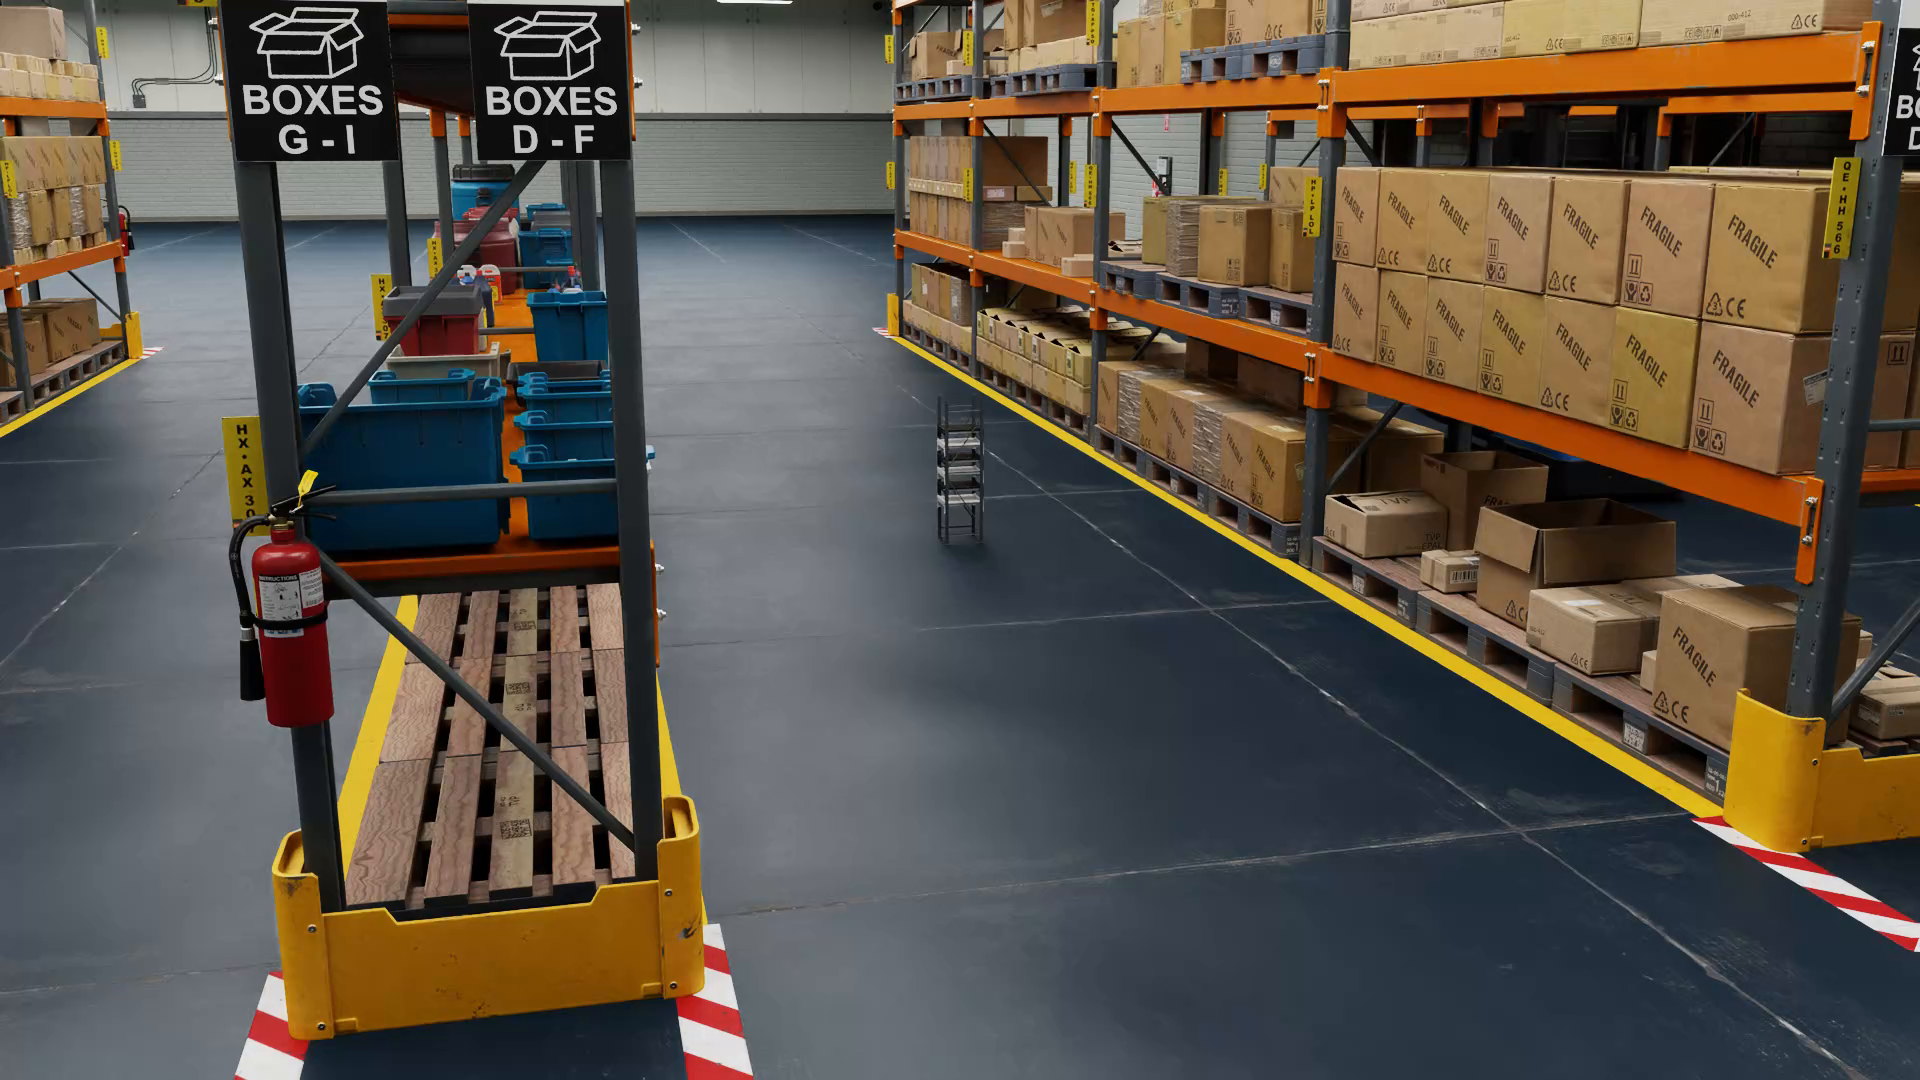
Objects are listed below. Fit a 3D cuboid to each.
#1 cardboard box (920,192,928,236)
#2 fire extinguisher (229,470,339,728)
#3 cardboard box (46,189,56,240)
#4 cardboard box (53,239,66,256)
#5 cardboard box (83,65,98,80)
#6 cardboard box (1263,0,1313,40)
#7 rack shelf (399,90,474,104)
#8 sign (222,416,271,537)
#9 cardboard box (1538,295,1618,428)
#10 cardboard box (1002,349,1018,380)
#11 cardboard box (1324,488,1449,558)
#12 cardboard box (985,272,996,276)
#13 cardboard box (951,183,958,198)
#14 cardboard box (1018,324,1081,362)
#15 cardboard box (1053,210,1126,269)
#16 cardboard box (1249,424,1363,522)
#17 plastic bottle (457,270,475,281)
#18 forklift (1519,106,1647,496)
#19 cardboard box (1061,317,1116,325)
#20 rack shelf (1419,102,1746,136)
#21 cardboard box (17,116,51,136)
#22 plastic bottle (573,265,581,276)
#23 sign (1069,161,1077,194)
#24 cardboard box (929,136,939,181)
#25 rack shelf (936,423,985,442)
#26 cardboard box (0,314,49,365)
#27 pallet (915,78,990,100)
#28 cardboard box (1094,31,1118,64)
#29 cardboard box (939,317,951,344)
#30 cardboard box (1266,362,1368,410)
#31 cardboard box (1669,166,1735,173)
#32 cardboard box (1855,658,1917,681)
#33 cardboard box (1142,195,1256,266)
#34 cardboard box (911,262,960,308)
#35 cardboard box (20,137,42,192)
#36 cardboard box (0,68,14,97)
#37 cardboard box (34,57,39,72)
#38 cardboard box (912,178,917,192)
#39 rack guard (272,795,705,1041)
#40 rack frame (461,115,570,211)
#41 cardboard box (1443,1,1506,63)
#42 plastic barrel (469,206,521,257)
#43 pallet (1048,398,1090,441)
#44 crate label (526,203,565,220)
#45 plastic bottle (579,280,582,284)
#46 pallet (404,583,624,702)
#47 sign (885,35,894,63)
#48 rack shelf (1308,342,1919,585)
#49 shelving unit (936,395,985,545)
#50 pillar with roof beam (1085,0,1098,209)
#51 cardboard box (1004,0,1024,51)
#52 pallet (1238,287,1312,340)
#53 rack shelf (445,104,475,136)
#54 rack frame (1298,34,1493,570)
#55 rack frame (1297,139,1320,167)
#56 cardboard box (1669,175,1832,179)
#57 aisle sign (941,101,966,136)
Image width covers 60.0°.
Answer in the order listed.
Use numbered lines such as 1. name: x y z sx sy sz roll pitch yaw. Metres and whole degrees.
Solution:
1. cardboard box: -0.094 -3.910 19.899 0.700 0.500 0.500 -3 14 -12
2. fire extinguisher: -1.783 0.155 4.422 0.296 0.674 0.183 -3 14 -13
3. cardboard box: -9.354 -3.144 16.137 0.875 0.500 0.500 -3 14 -13
4. cardboard box: -9.133 -2.906 16.531 0.380 0.149 0.250 -3 14 -13
5. cardboard box: -9.580 -5.071 18.017 0.380 0.149 0.250 -3 14 -13
6. cardboard box: 2.274 -3.354 10.207 0.600 0.600 0.600 -3 14 -14
7. rack shelf: -2.786 -2.686 9.993 0.831 0.071 3.687 -3 14 -13
8. sign: -1.908 -0.169 4.455 0.100 0.325 0.005 -3 14 -13
9. cardboard box: 2.832 -0.771 7.052 0.500 0.500 0.500 -3 14 -13
10. cardboard box: 0.718 -1.692 15.940 0.500 0.250 0.500 -4 14 -15
11. cardboard box: 2.388 -0.121 9.340 0.500 0.311 0.500 -3 14 -13
12. cardboard box: 0.581 -2.755 18.714 0.500 0.500 0.500 -3 14 -13
13. cardboard box: 0.111 -3.817 18.153 0.380 0.149 0.250 -3 14 -13
14. cardboard box: 0.838 -1.845 15.384 0.500 0.311 0.500 -3 14 -12
15. cardboard box: 1.150 -2.680 14.865 0.500 0.500 0.500 -4 14 -16
16. cardboard box: 2.105 -0.419 10.164 0.500 0.500 0.500 -3 14 -13
17. plastic bottle: -3.360 -1.685 11.265 0.152 0.276 0.135 -3 14 -13
18. forklift: 5.244 -2.206 13.280 3.001 2.935 4.306 -2 14 -7
19. cardboard box: 1.237 -1.996 16.004 0.500 0.311 0.500 -3 14 -13
20. rack shelf: 5.904 -4.091 16.047 1.077 0.370 4.000 -3 14 -13
21. cardboard box: -10.255 -4.800 18.275 0.394 0.787 0.020 -4 14 -15
22. plastic bottle: -2.692 -1.790 11.680 0.061 0.283 0.133 -3 14 -13
23. sign: 1.146 -3.724 17.078 0.100 0.325 0.005 -3 14 -13
24. cardboard box: 0.039 -4.411 19.219 0.700 0.500 0.500 -3 14 -13
25. rack shelf: 0.002 -0.665 10.256 0.258 0.077 0.200 -3 14 -13
26. cardboard box: -9.429 -1.971 16.557 0.500 0.500 0.500 -5 14 -18
27. pallet: 0.112 -5.058 18.676 1.003 0.211 1.213 -3 14 -13
28. cardboard box: 1.399 -3.935 13.323 0.500 0.250 0.500 -4 14 -17
29. cardboard box: 0.060 -2.361 18.680 0.500 0.250 0.500 -3 14 -13
30. cardboard box: 2.388 -1.042 11.131 0.500 0.250 0.500 -3 14 -13
31. cardboard box: 6.237 -2.963 13.776 0.500 0.250 0.500 -3 14 -12
32. cardboard box: 3.616 0.590 6.736 0.380 0.166 0.250 -3 14 -13
33. cardboard box: 1.817 -2.359 12.665 0.700 0.500 0.500 -9 16 -32
34. cardboard box: -0.290 -3.072 20.008 0.500 0.500 0.500 -3 14 -13
35. cardboard box: -8.987 -3.528 15.605 0.500 0.500 0.500 -3 14 -13
36. cardboard box: -8.866 -4.119 14.961 0.500 0.250 0.500 -4 14 -15
37. cardboard box: -9.129 -4.585 16.031 0.380 0.149 0.250 -4 14 -14
38. cardboard box: -0.371 -4.291 20.093 0.380 0.149 0.250 -4 14 -15
39. rack guard: -1.359 1.095 4.892 1.175 0.500 0.348 -3 14 -13
40. rack frame: -4.195 -2.893 15.946 1.000 3.000 0.127 -3 14 -13
41. cardboard box: 2.603 -2.350 7.719 0.500 0.250 0.500 -3 14 -13
42. plastic barrel: -4.184 -2.726 14.977 0.433 0.535 0.433 0 14 0
43. pallet: 1.405 -1.082 14.413 1.003 0.211 1.213 -3 14 -13
44. crate label: -4.439 -3.423 18.043 0.502 0.435 0.616 -3 14 -13
45. plastic bottle: -2.403 -1.506 10.519 0.061 0.283 0.133 -3 14 -13
46. pallet: -2.106 0.475 8.038 1.003 0.211 1.213 -3 14 -13
47. sign: -0.860 -5.981 20.260 0.100 0.325 0.005 -3 14 -13
48. rack shelf: 2.969 -0.511 7.716 1.077 0.370 4.000 -3 14 -13
49. shelving unit: 0.002 -0.435 10.313 0.258 0.900 0.210 -3 14 -13
50. pillar with roof beam: -1.502 -9.697 31.157 9.100 9.000 0.400 -3 14 -13
51. cardboard box: 0.727 -4.976 16.004 0.507 0.500 0.507 -3 14 -12
52. pallet: 2.418 -1.419 10.321 1.003 0.211 1.213 -3 14 -13
53. rack shelf: -3.725 -3.539 13.787 1.077 0.370 4.000 -3 14 -13
54. rack frame: 2.499 -1.322 9.519 1.000 3.000 0.127 -3 14 -13
55. rack frame: 4.492 -4.367 21.983 0.949 2.616 0.053 -3 14 -13
56. cardboard box: 3.348 -1.287 7.056 0.500 0.500 0.500 -3 14 -12
57. aisle sign: -0.049 -5.385 20.670 0.394 0.787 0.004 -3 14 -13
